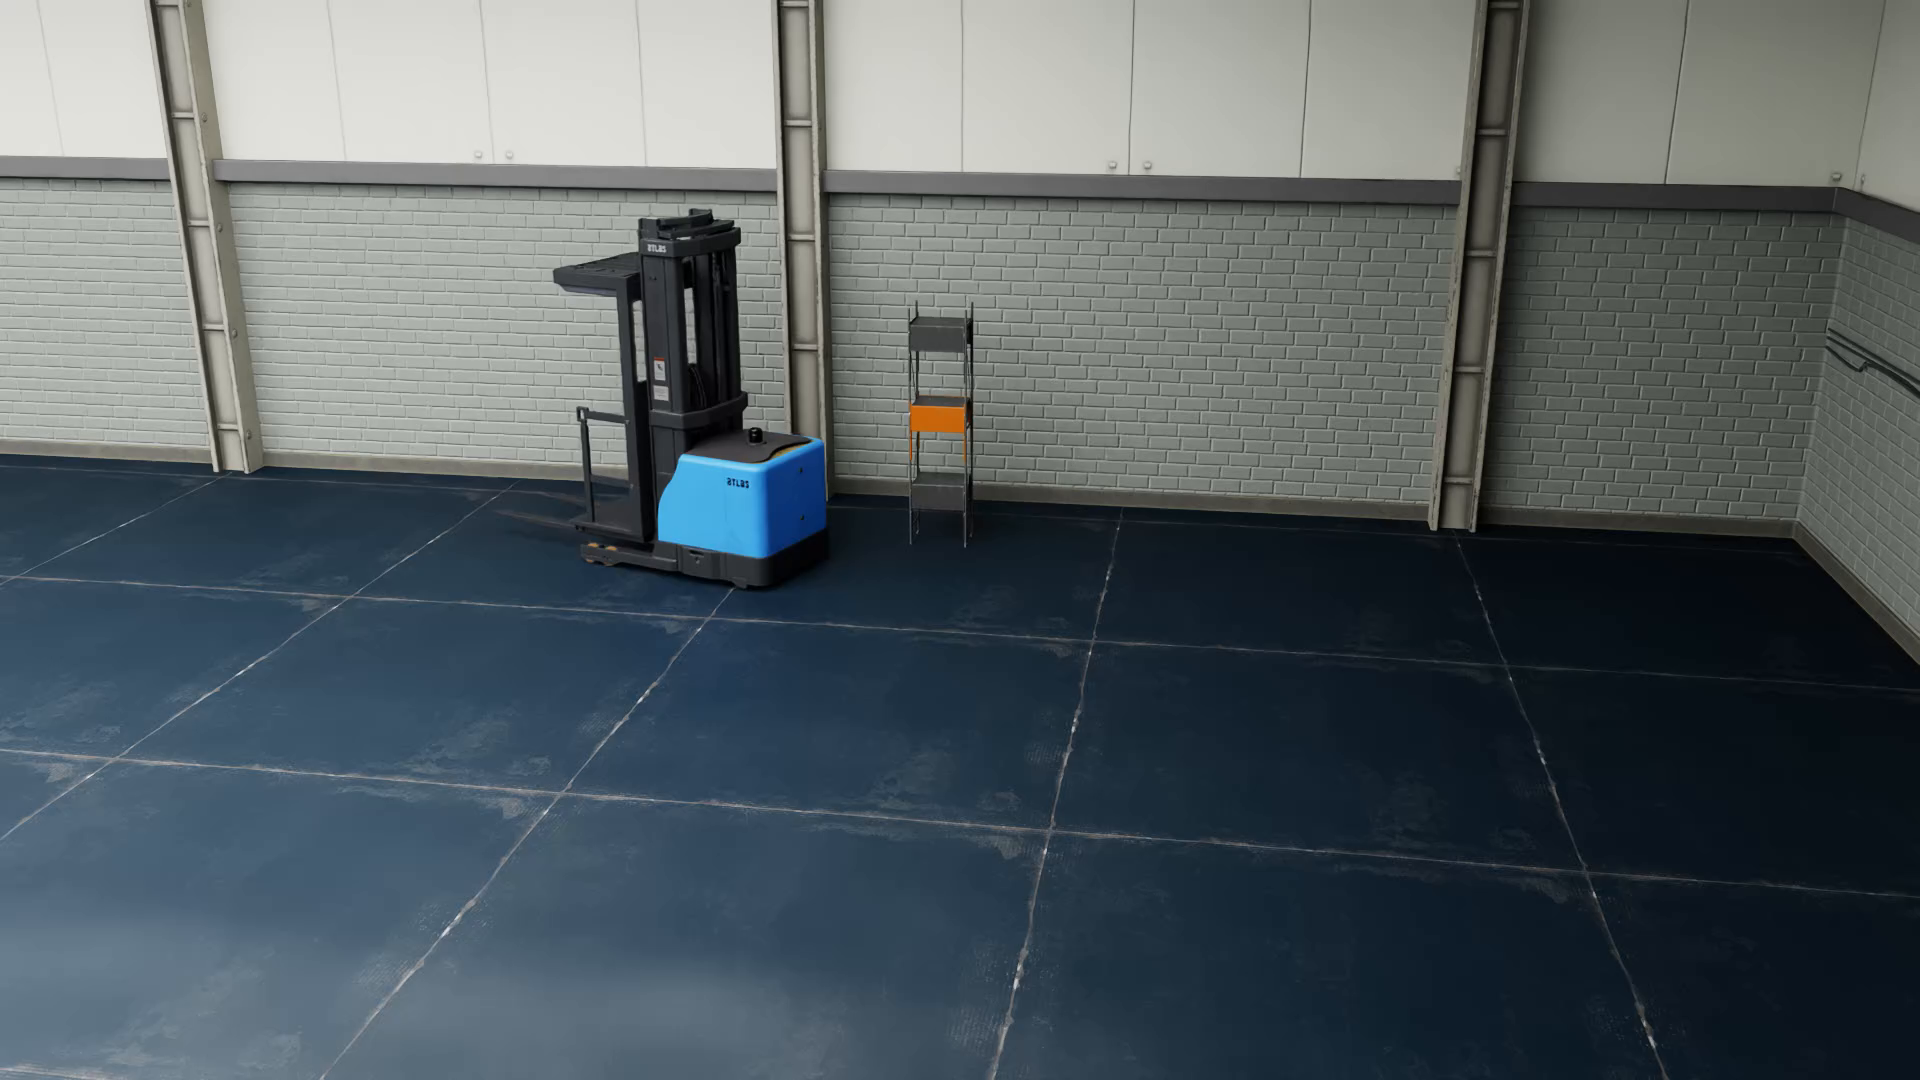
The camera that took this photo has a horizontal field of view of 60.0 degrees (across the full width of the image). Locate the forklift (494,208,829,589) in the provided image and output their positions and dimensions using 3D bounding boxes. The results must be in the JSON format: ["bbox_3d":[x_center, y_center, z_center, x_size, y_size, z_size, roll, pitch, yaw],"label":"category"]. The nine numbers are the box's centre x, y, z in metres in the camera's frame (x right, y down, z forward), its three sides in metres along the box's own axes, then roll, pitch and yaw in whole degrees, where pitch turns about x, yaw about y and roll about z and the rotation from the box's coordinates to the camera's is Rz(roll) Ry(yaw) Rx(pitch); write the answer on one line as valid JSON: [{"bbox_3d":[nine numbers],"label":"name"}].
[{"bbox_3d":[-2.671,-1.304,14.082,3.031,2.935,1.130,9,21,26],"label":"forklift"}]

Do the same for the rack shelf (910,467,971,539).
[{"bbox_3d":[-0.163,-0.327,14.721,0.480,0.518,0.431,3,19,9],"label":"rack shelf"}]

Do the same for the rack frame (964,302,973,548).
[{"bbox_3d":[0.077,-0.992,14.458,0.015,2.100,0.400,3,19,9],"label":"rack frame"}]

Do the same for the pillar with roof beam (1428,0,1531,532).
[{"bbox_3d":[3.806,-3.047,9.728,0.400,9.000,9.100,3,19,9],"label":"pillar with roof beam"}]

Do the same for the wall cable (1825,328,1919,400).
[{"bbox_3d":[7.188,-2.361,12.570,0.112,2.526,3.097,3,19,9],"label":"wall cable"}]

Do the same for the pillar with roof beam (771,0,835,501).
[{"bbox_3d":[-2.118,-3.349,10.630,0.400,9.000,9.100,3,19,9],"label":"pillar with roof beam"}]

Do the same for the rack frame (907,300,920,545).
[{"bbox_3d":[-0.404,-1.016,14.532,0.015,2.100,0.400,3,19,9],"label":"rack frame"}]

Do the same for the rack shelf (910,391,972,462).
[{"bbox_3d":[-0.163,-0.991,14.499,0.480,0.518,0.431,3,19,9],"label":"rack shelf"}]

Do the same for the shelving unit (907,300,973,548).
[{"bbox_3d":[-0.163,-1.004,14.495,0.503,2.100,0.431,3,19,9],"label":"shelving unit"}]

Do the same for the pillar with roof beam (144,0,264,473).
[{"bbox_3d":[-8.042,-3.651,11.533,0.400,9.000,9.100,3,19,9],"label":"pillar with roof beam"}]

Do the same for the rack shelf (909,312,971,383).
[{"bbox_3d":[-0.163,-1.655,14.277,0.480,0.518,0.431,3,19,9],"label":"rack shelf"}]
